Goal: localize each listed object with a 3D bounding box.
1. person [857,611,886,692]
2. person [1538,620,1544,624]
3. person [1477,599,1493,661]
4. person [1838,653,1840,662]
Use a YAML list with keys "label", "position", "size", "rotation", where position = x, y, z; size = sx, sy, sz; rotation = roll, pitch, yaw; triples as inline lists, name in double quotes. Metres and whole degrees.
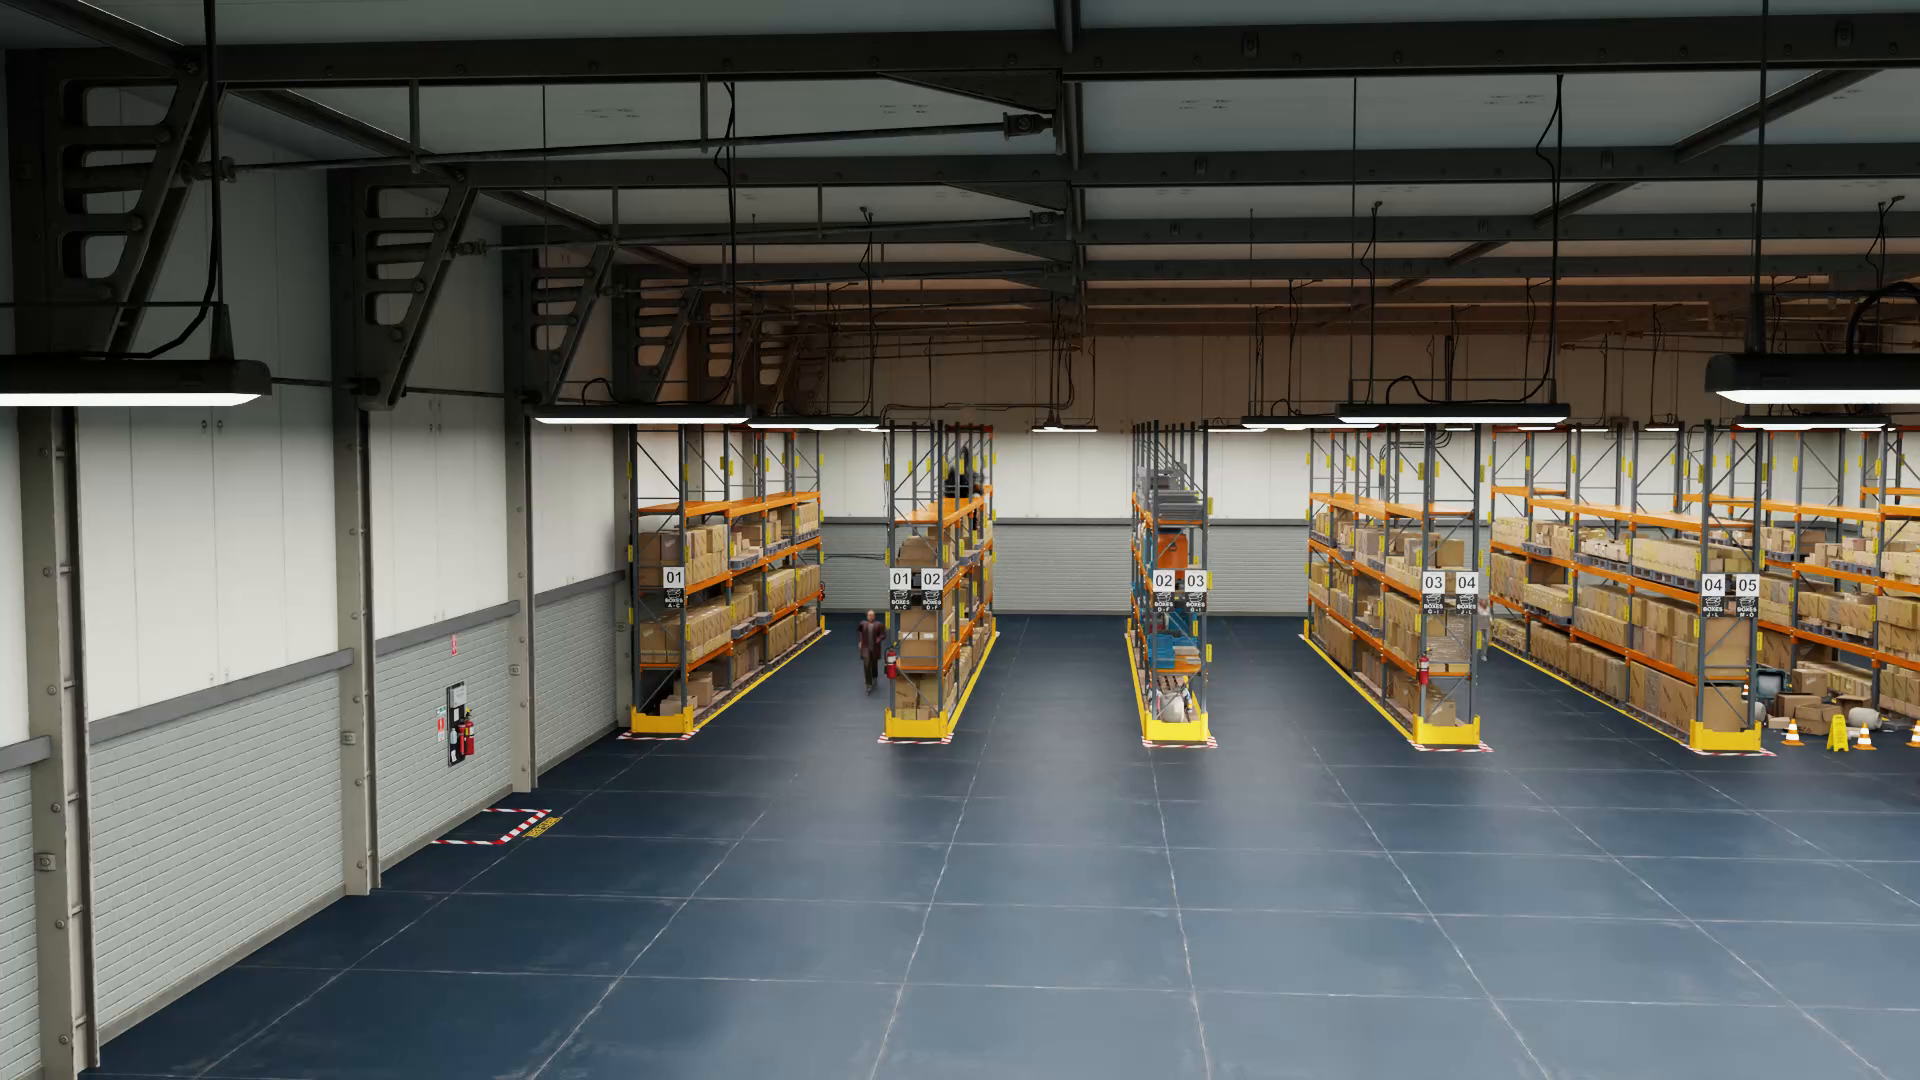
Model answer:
- label: "person"
  position: [-1.992, 2.467, 37.410]
  size: [0.662, 1.792, 1.050]
  rotation: [0, 4, -2]
- label: "person"
  position: [16.791, 1.845, 47.533]
  size: [0.734, 1.749, 0.653]
  rotation: [0, 4, 2]
- label: "person"
  position: [13.318, 2.270, 42.349]
  size: [0.536, 1.565, 0.651]
  rotation: [0, 4, -3]
- label: "person"
  position: [21.279, 2.292, 40.846]
  size: [0.672, 1.780, 0.925]
  rotation: [1, 4, 10]
